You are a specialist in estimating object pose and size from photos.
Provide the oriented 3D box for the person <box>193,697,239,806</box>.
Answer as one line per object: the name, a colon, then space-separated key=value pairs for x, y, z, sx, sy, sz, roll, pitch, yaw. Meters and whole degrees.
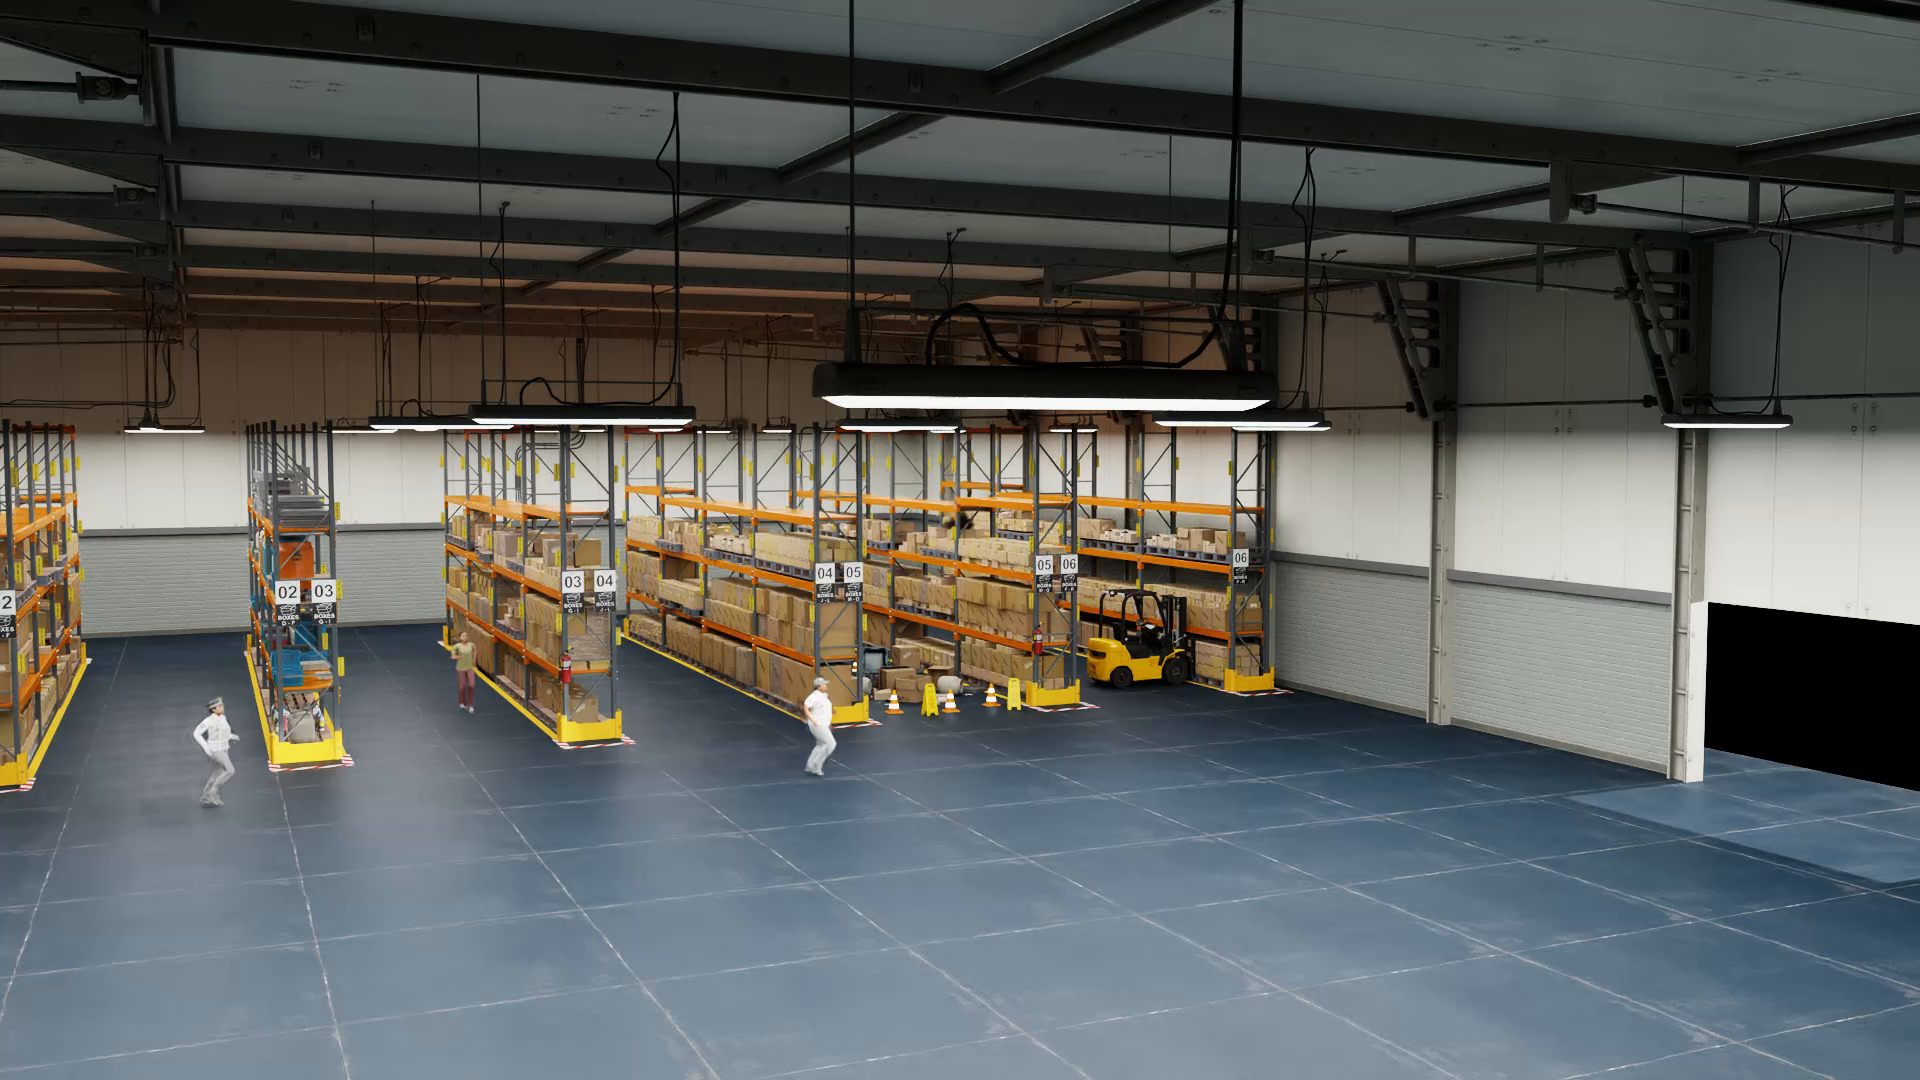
person: x=-11.459 y=3.264 z=25.742 sx=0.638 sy=1.668 sz=0.547 roll=0 pitch=4 yaw=3

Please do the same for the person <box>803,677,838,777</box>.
person: x=-2.349 y=3.145 z=28.048 sx=0.593 sy=1.664 sz=0.663 roll=1 pitch=4 yaw=12

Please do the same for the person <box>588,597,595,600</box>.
person: x=-10.829 y=1.885 z=47.768 sx=0.763 sy=1.683 sz=0.609 roll=1 pitch=4 yaw=19

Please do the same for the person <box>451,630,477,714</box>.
person: x=-10.280 y=2.727 z=34.521 sx=0.559 sy=1.717 sz=0.698 roll=-2 pitch=4 yaw=-26
